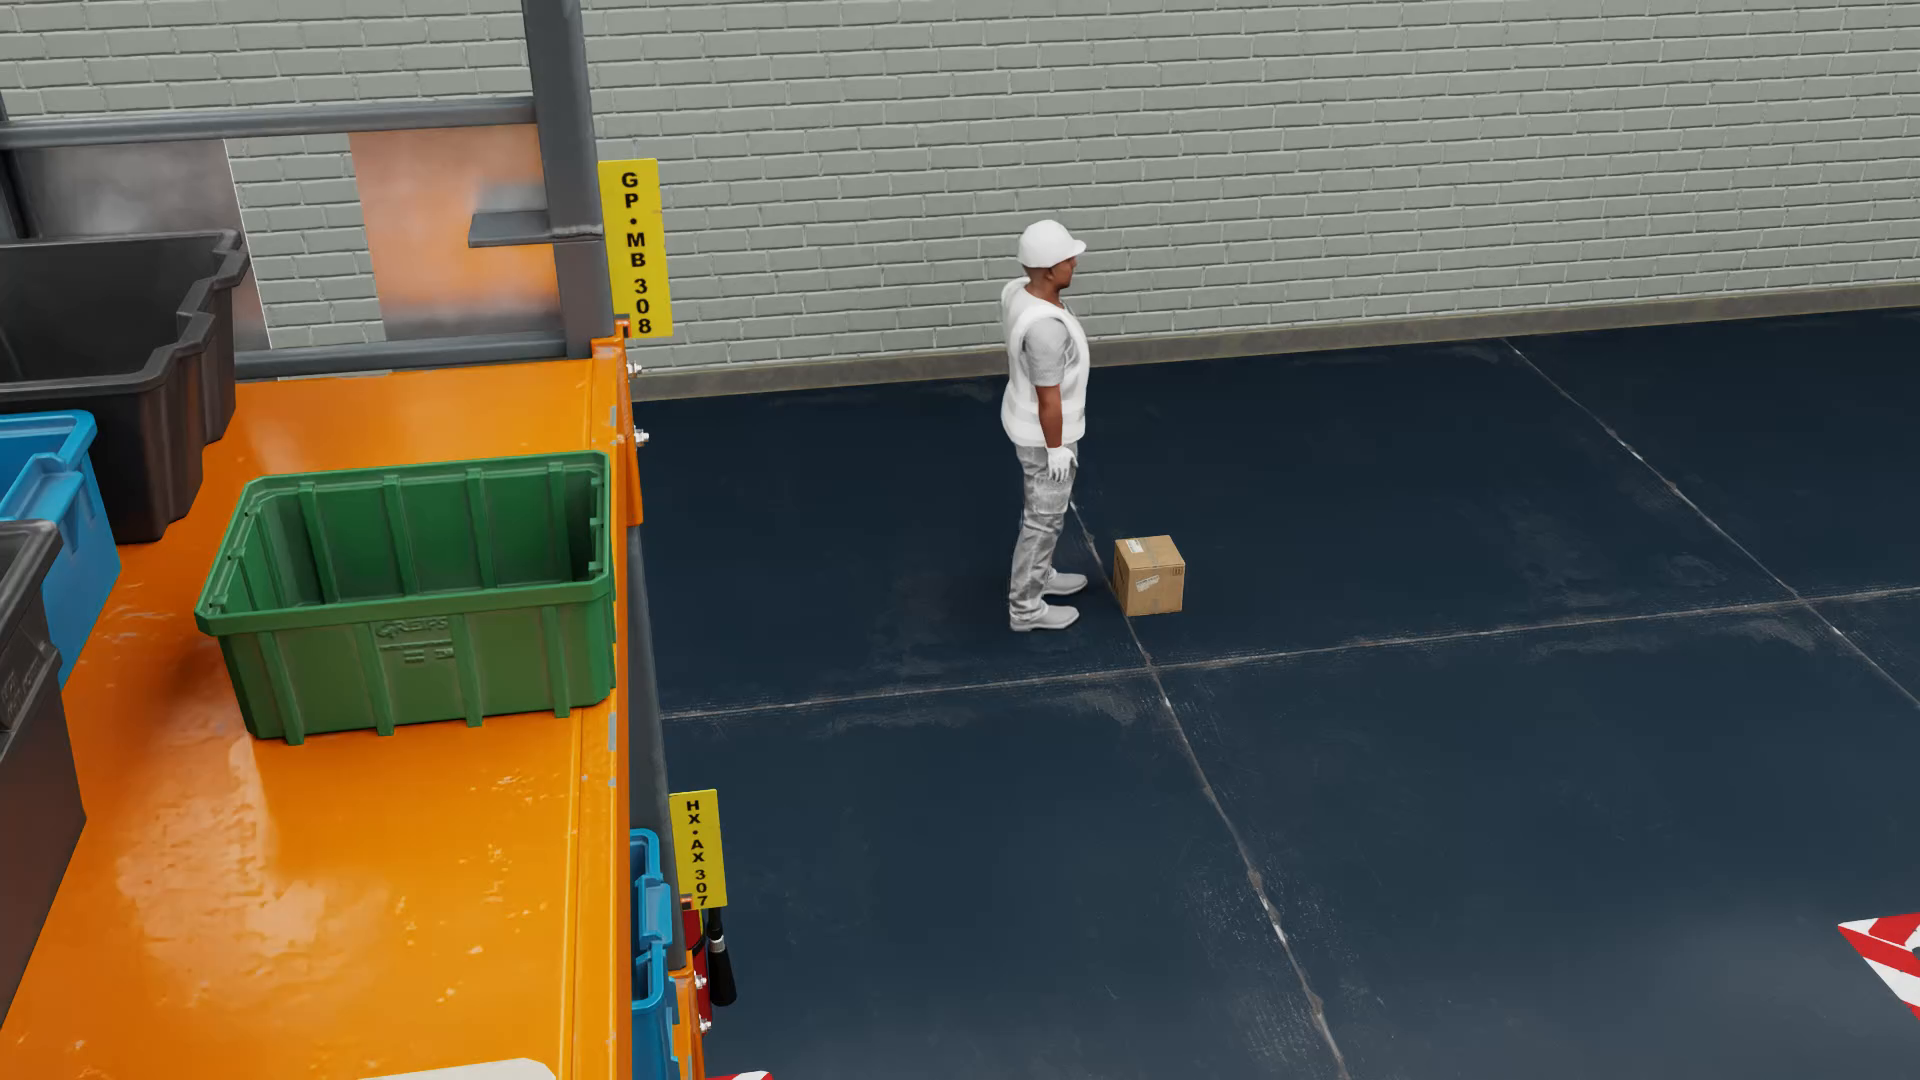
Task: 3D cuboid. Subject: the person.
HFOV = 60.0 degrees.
[{"bbox_3d":[0.385,-0.470,6.913,0.419,1.785,0.547,-4,31,-7],"label":"person"}]
